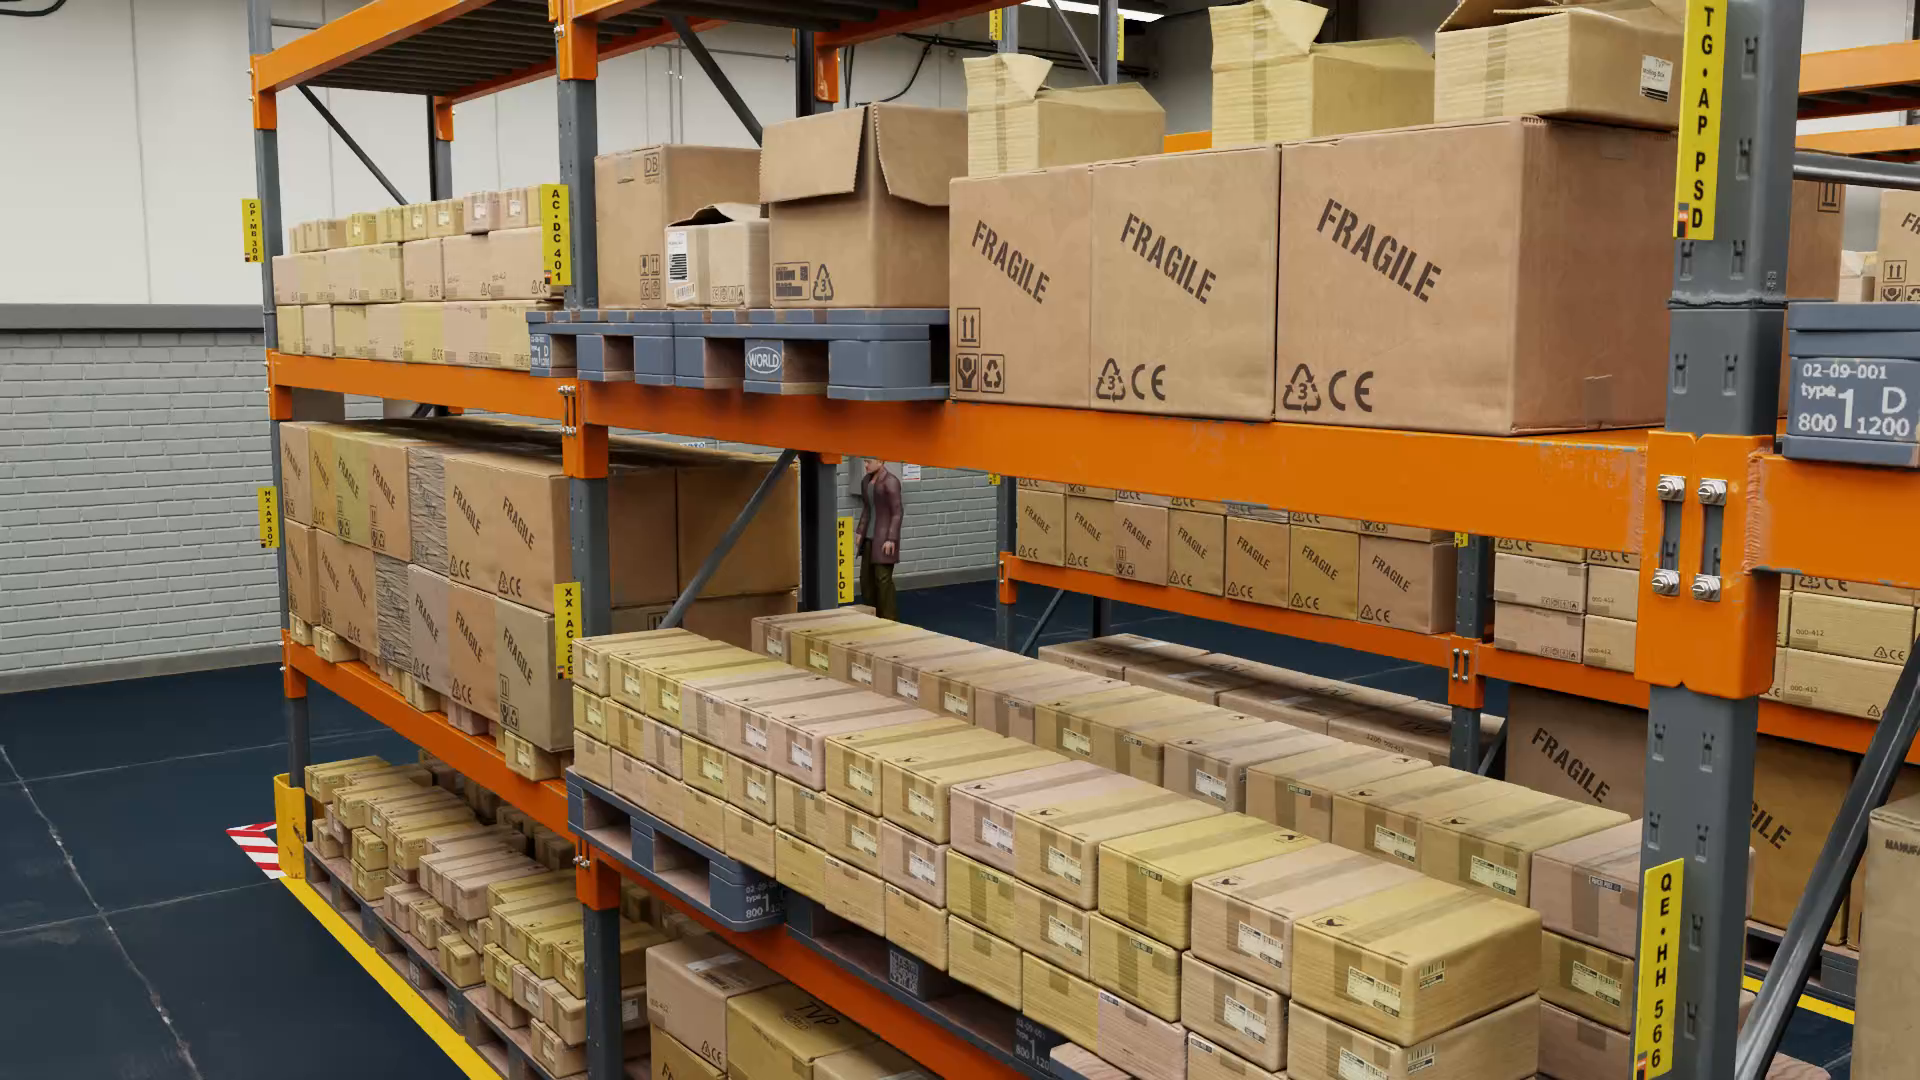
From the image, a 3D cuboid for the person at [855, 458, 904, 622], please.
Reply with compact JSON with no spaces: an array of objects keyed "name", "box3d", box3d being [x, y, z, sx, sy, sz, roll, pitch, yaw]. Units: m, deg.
[{"name":"person","box3d":[-0.782,-0.010,15.926,0.423,1.774,0.643,-5,9,-36]}]
